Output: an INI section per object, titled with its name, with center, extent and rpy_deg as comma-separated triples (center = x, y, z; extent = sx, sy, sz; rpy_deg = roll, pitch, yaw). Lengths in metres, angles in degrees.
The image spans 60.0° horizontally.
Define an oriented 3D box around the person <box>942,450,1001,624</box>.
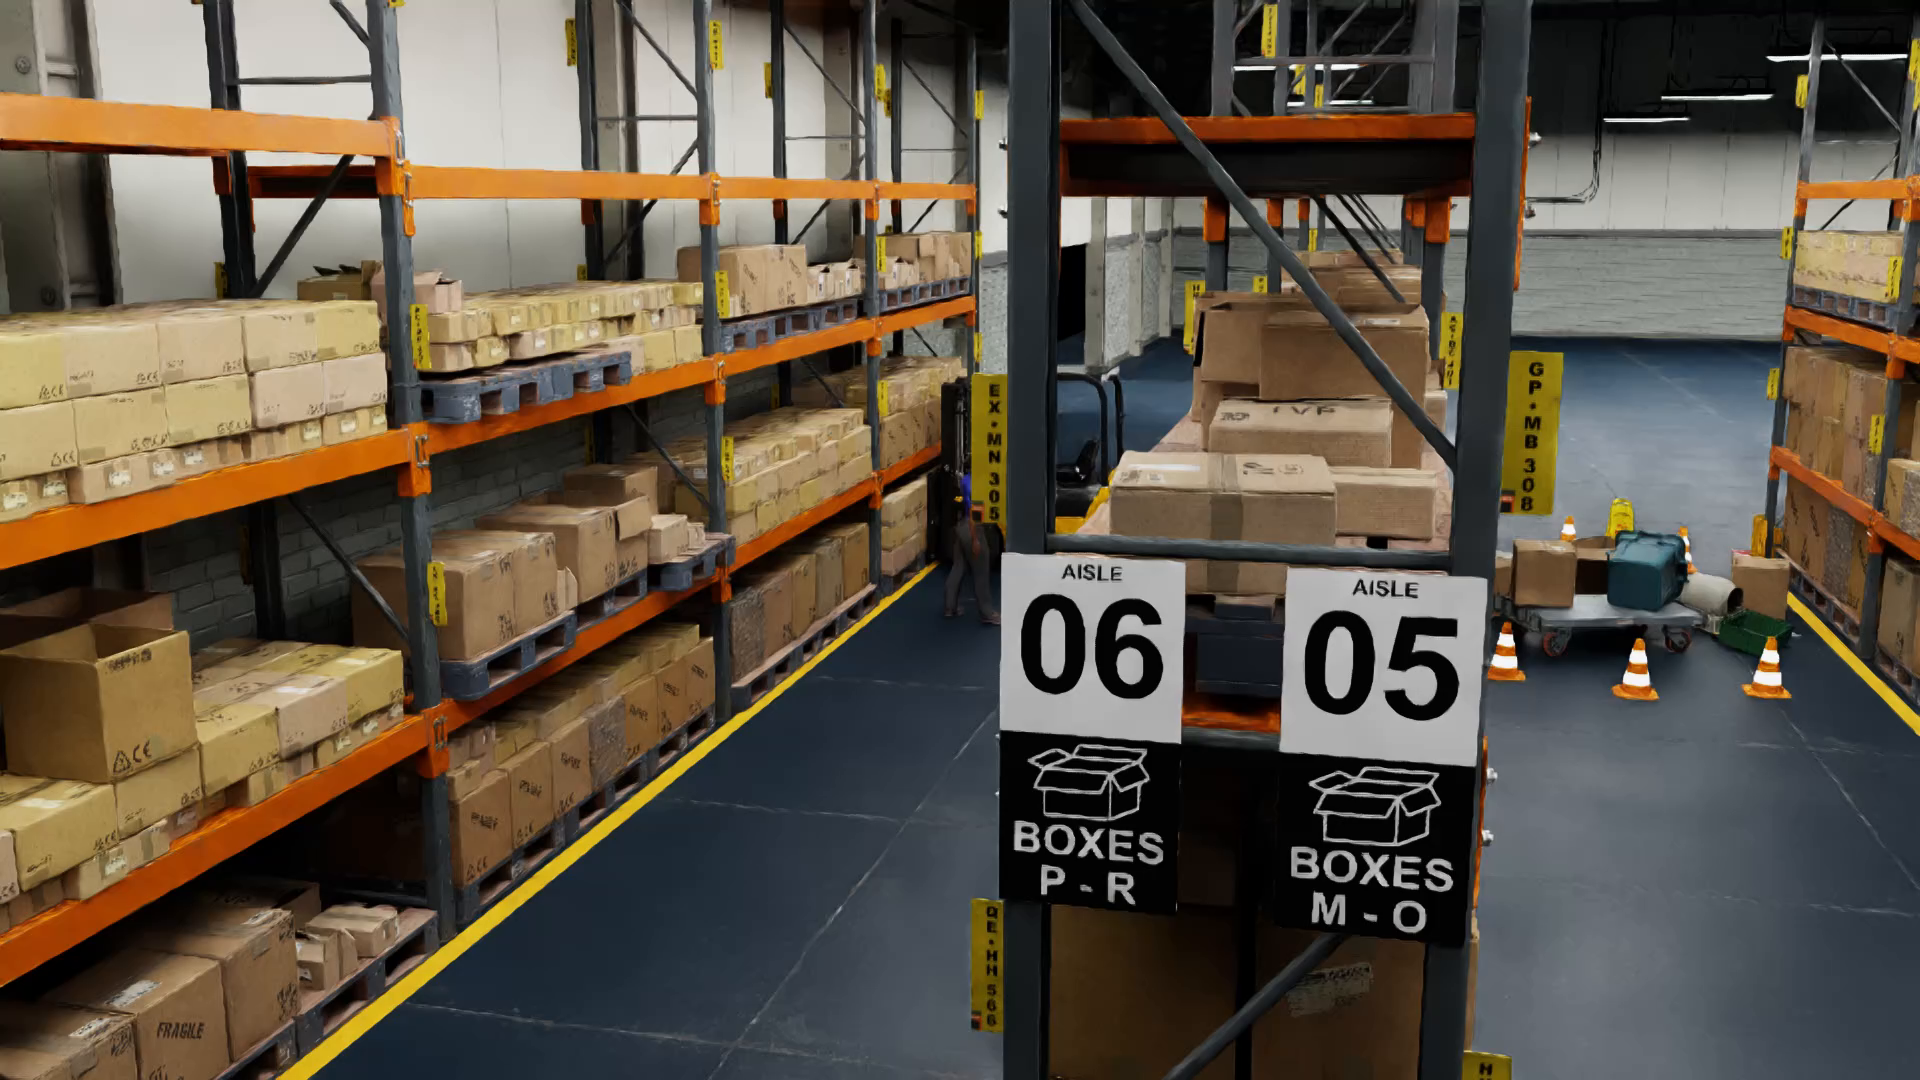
[person]
center = 0.152, -0.047, 15.637
extent = 0.611, 1.643, 0.600
rpy_deg = -2, 12, -9
